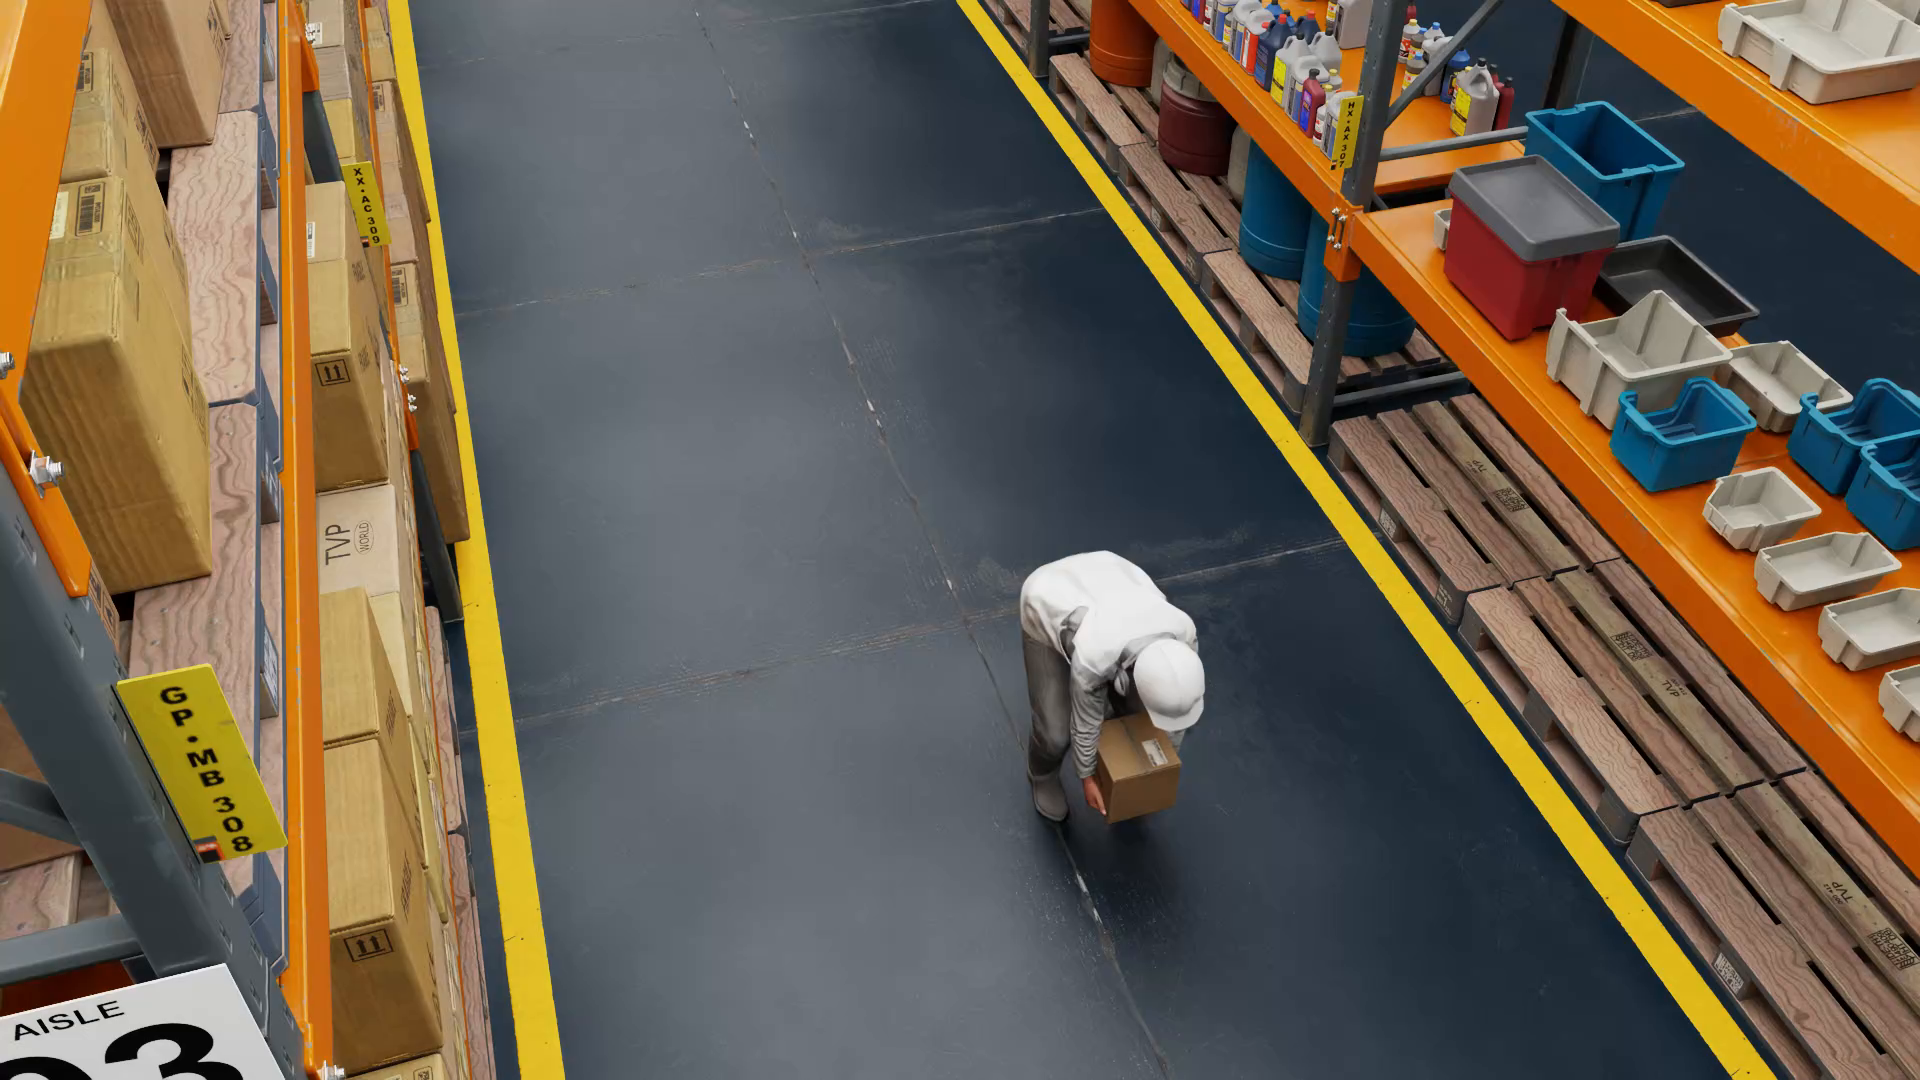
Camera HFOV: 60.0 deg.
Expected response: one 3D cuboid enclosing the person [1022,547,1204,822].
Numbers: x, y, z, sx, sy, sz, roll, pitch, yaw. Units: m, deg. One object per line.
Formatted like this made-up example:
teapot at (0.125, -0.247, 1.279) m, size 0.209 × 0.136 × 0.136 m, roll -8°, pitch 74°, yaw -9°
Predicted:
person at (0.536, 0.555, 5.812) m, size 0.474 × 1.390 × 0.919 m, roll -13°, pitch 44°, yaw -14°
